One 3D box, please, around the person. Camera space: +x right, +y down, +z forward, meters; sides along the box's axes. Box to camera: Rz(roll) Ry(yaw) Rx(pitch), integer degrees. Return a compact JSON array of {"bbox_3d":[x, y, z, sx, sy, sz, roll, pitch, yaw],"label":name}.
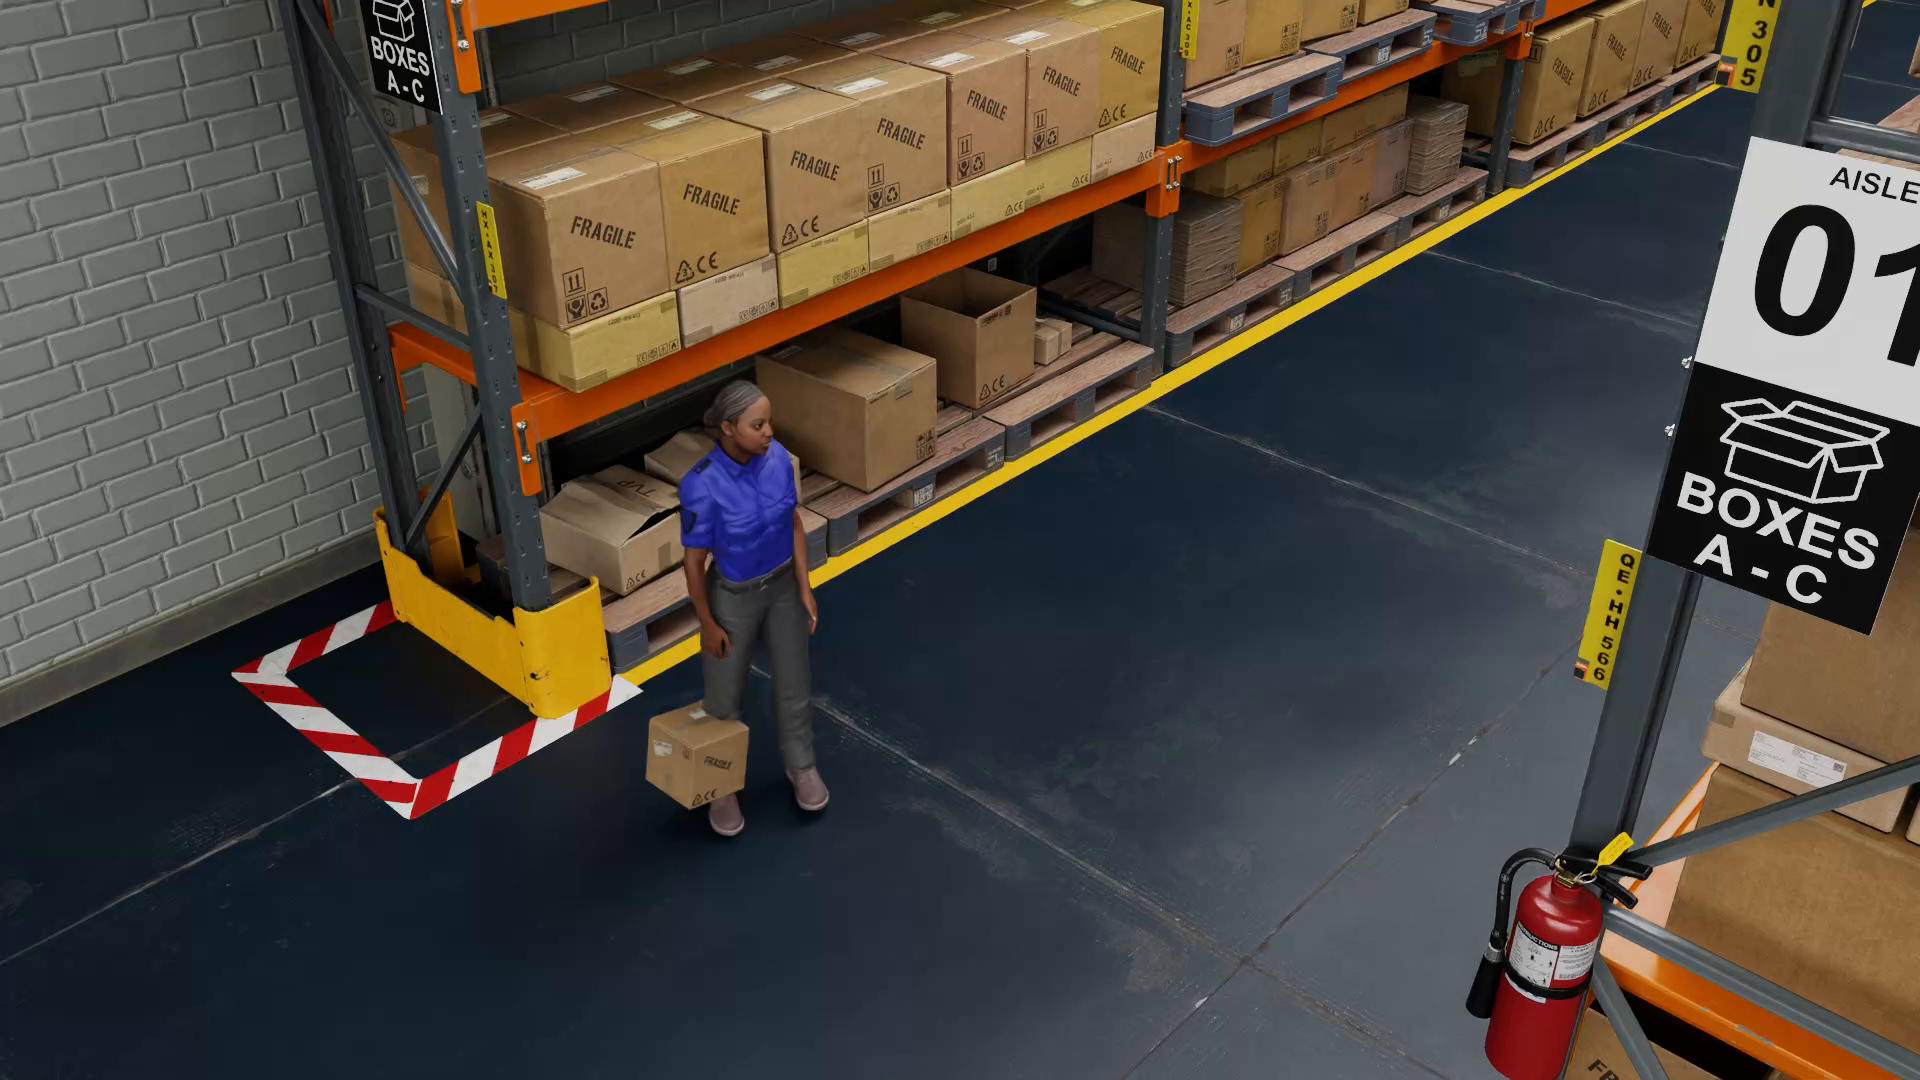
[{"bbox_3d":[-0.710,0.245,5.700,0.502,1.668,0.441,-26,40,-36],"label":"person"}]
